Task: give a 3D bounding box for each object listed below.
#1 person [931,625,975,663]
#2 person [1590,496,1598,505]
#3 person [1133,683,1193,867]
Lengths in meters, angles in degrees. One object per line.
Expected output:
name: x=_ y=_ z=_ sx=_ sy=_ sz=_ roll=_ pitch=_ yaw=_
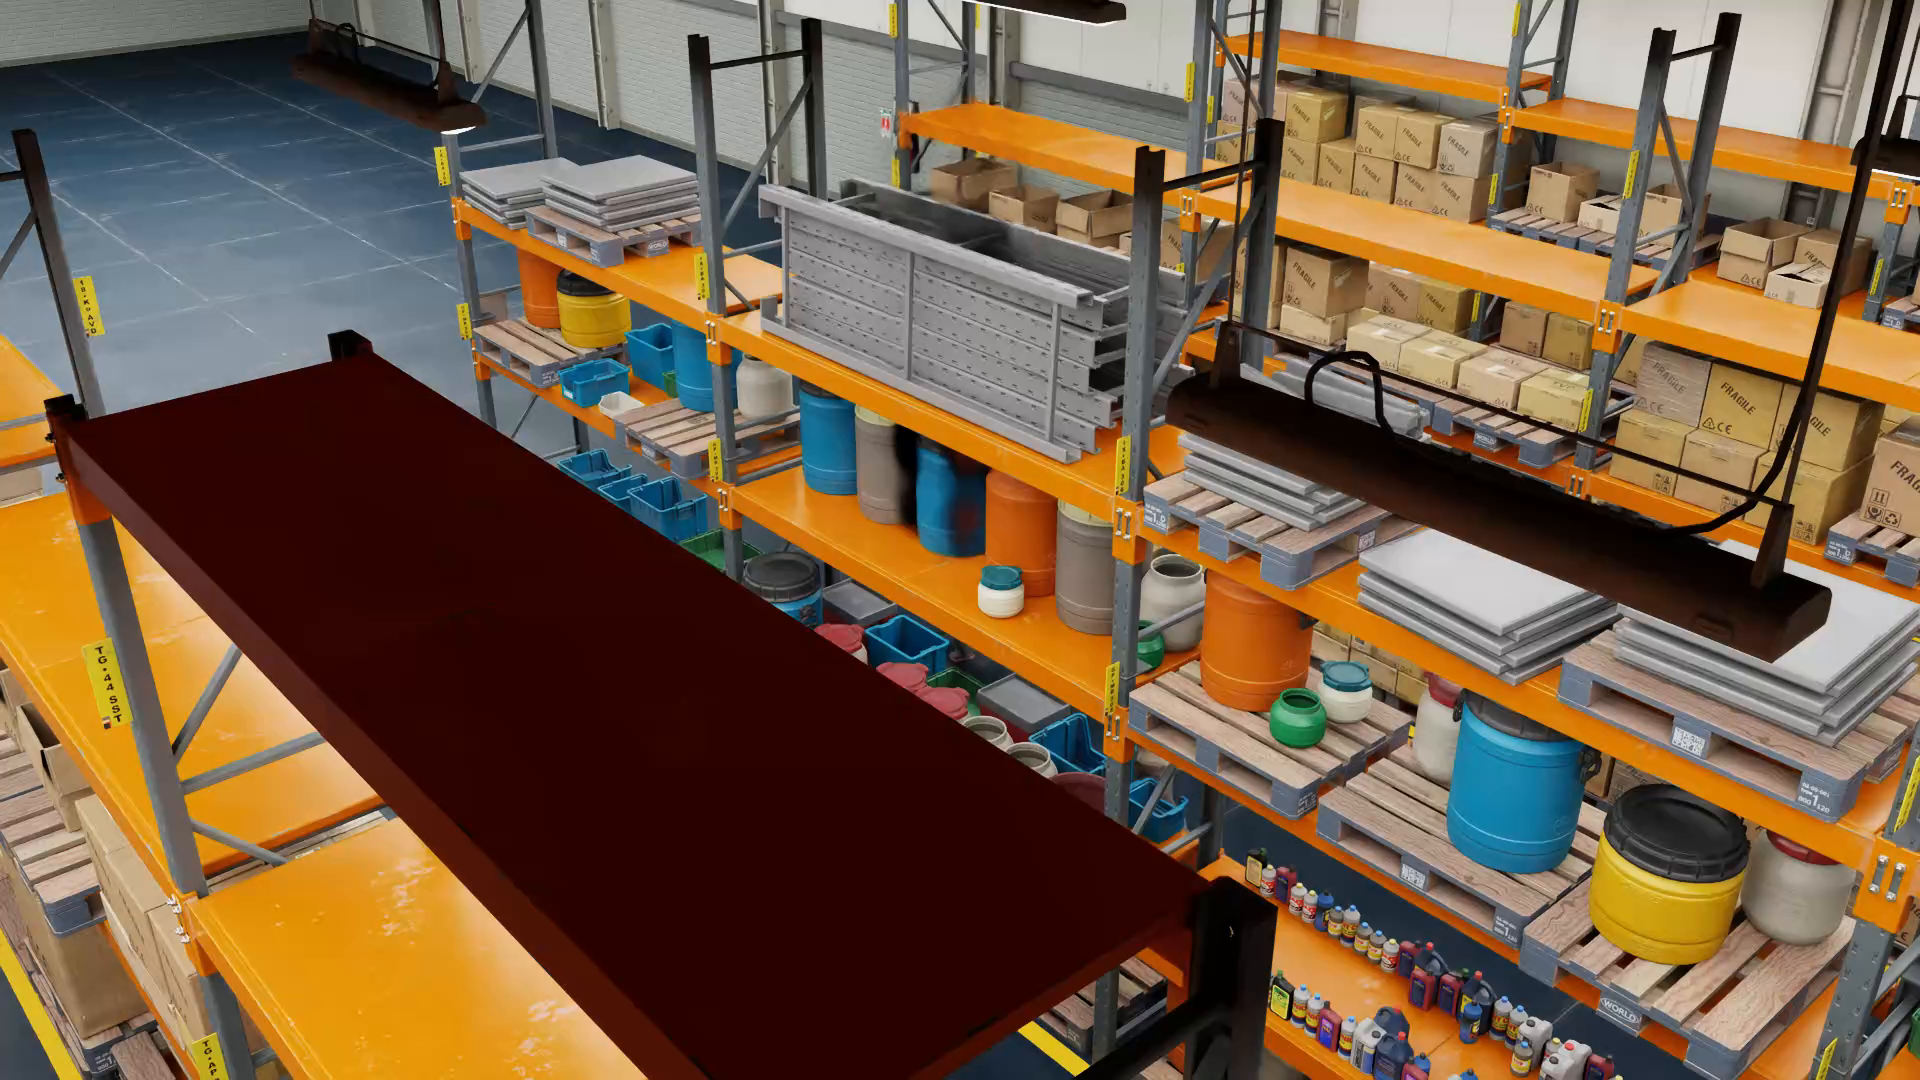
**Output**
person: x=-0.133 y=0.336 z=15.096 sx=0.752 sy=1.720 sz=0.545 roll=20 pitch=33 yaw=33
person: x=5.692 y=0.034 z=15.672 sx=0.896 sy=1.643 sz=0.588 roll=19 pitch=33 yaw=33
person: x=1.487 y=1.633 z=12.455 sx=0.839 sy=1.801 sz=0.606 roll=21 pitch=33 yaw=35
